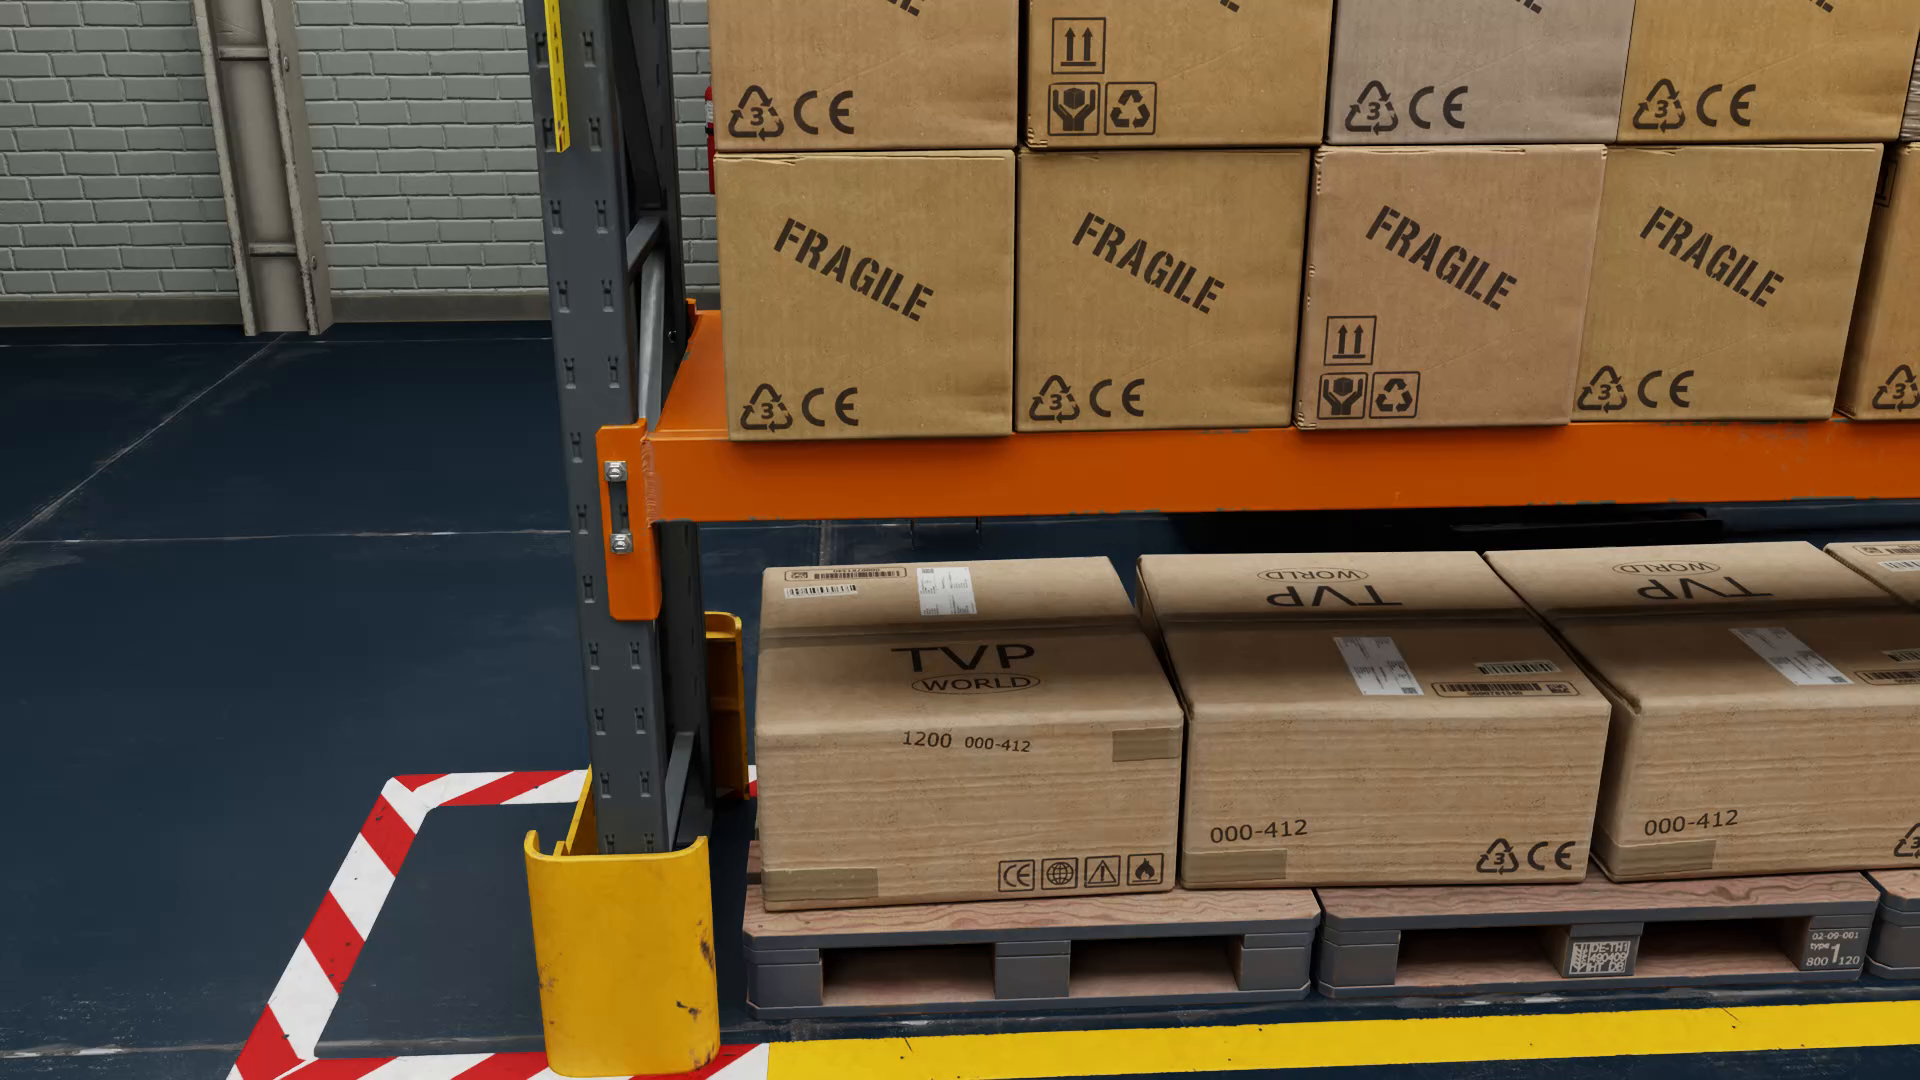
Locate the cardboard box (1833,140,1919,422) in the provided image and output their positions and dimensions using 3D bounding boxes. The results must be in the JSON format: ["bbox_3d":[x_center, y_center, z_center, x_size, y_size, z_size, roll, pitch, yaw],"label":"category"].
[{"bbox_3d":[1.862,-0.542,3.188,0.500,0.500,0.500,-1,21,-4],"label":"cardboard box"}]

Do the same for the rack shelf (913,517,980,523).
[{"bbox_3d":[-0.053,-0.220,6.034,0.240,0.259,0.215,-1,21,-3],"label":"rack shelf"}]

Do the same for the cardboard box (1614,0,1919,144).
[{"bbox_3d":[1.353,-1.001,2.989,0.500,0.500,0.500,-1,21,-3],"label":"cardboard box"}]

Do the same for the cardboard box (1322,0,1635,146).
[{"bbox_3d":[0.855,-0.991,2.962,0.500,0.500,0.500,-1,21,-3],"label":"cardboard box"}]

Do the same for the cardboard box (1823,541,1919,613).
[{"bbox_3d":[2.692,0.352,3.990,0.875,0.438,0.875,-1,21,-4],"label":"cardboard box"}]

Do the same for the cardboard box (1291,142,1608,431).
[{"bbox_3d":[0.839,-0.521,3.132,0.500,0.500,0.500,-1,21,-3],"label":"cardboard box"}]

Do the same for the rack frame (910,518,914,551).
[{"bbox_3d":[-0.175,-0.487,5.925,0.008,1.050,0.200,-1,21,-3],"label":"rack frame"}]

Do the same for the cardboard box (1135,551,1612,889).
[{"bbox_3d":[0.897,0.389,3.895,0.875,0.438,0.875,-1,21,-2],"label":"cardboard box"}]

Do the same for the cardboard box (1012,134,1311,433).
[{"bbox_3d":[0.330,-0.517,3.122,0.500,0.500,0.500,-1,21,-4],"label":"cardboard box"}]

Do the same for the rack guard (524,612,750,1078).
[{"bbox_3d":[-0.693,0.627,3.773,0.348,0.500,1.175,-1,21,-3],"label":"rack guard"}]

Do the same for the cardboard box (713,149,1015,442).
[{"bbox_3d":[-0.173,-0.497,3.069,0.500,0.500,0.500,-1,21,-3],"label":"cardboard box"}]

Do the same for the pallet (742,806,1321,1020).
[{"bbox_3d":[0.125,0.717,3.941,1.213,0.211,1.003,-1,21,-3],"label":"pallet"}]

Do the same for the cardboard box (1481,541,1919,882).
[{"bbox_3d":[1.798,0.371,3.942,0.875,0.438,0.875,-2,21,-5],"label":"cardboard box"}]

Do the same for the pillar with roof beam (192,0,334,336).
[{"bbox_3d":[-3.454,-3.845,3.573,0.400,9.000,9.100,-1,21,-3],"label":"pillar with roof beam"}]

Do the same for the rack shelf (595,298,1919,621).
[{"bbox_3d":[1.328,-0.247,3.564,4.000,0.370,1.077,-1,21,-3],"label":"rack shelf"}]

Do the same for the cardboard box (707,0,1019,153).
[{"bbox_3d":[-0.174,-0.965,2.893,0.500,0.500,0.500,-2,21,-4],"label":"cardboard box"}]

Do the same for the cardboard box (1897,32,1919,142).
[{"bbox_3d":[1.854,-1.009,3.009,0.500,0.500,0.500,-1,21,-2],"label":"cardboard box"}]

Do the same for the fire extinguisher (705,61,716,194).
[{"bbox_3d":[-1.077,-1.928,7.601,0.183,0.674,0.296,-1,21,-3],"label":"fire extinguisher"}]

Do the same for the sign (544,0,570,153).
[{"bbox_3d":[-0.643,-0.786,2.643,0.005,0.325,0.100,-1,21,-3],"label":"sign"}]

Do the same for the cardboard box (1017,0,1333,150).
[{"bbox_3d":[0.342,-0.978,2.927,0.500,0.500,0.500,-2,21,-5],"label":"cardboard box"}]

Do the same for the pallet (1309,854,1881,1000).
[{"bbox_3d":[1.340,0.693,4.003,1.213,0.211,1.003,-1,21,-3],"label":"pallet"}]

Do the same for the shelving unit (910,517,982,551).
[{"bbox_3d":[-0.053,-0.490,5.931,0.252,1.050,0.215,-1,21,-3],"label":"shelving unit"}]

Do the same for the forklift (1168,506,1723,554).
[{"bbox_3d":[2.272,-1.474,5.874,3.031,2.935,1.130,-3,21,-7],"label":"forklift"}]

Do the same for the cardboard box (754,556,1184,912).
[{"bbox_3d":[-0.016,0.410,3.839,0.875,0.438,0.875,-2,21,-5],"label":"cardboard box"}]

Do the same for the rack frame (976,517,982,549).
[{"bbox_3d":[0.068,-0.492,5.938,0.008,1.050,0.200,-1,21,-3],"label":"rack frame"}]

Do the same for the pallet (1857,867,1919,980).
[{"bbox_3d":[2.561,0.668,4.071,1.213,0.211,1.003,-1,21,-3],"label":"pallet"}]

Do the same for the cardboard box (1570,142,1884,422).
[{"bbox_3d":[1.338,-0.537,3.175,0.500,0.500,0.500,0,21,-1],"label":"cardboard box"}]

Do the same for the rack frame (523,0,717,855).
[{"bbox_3d":[-0.669,-0.542,3.329,0.127,3.000,1.000,-1,21,-3],"label":"rack frame"}]
